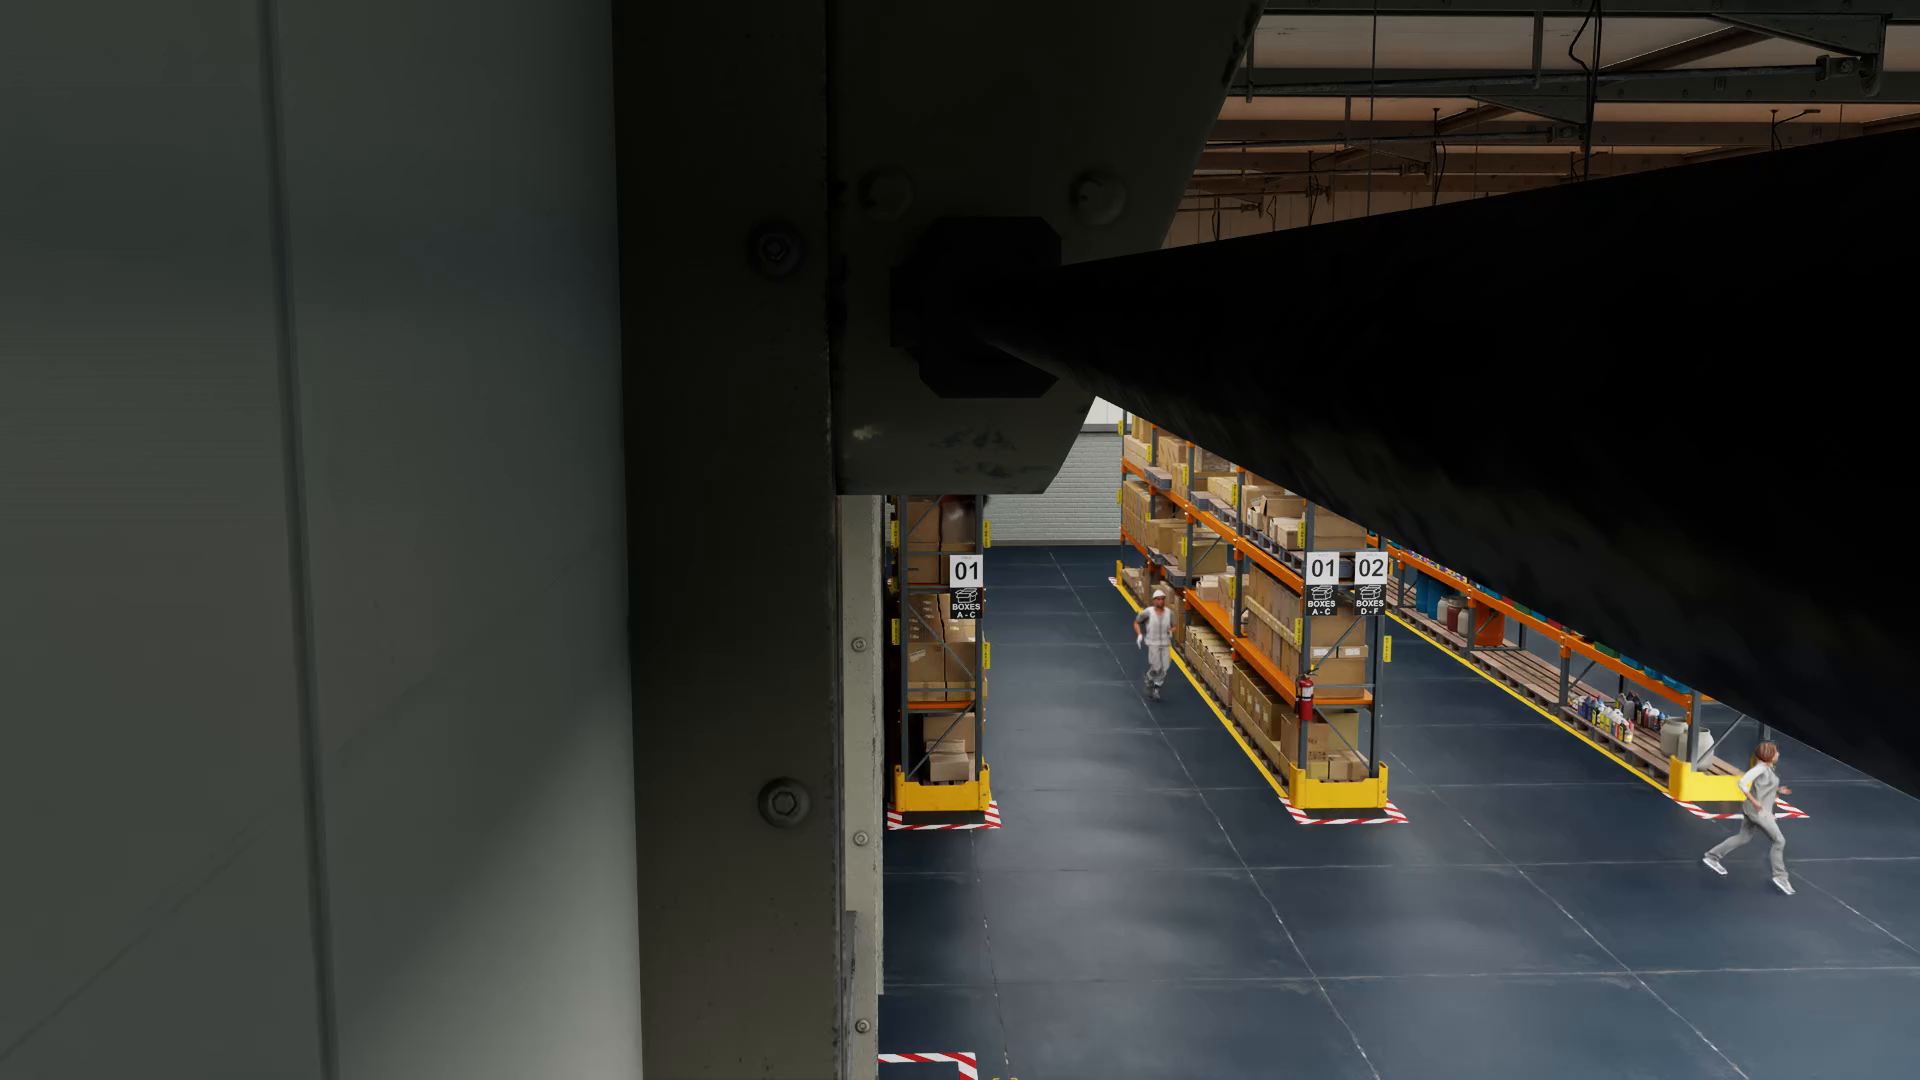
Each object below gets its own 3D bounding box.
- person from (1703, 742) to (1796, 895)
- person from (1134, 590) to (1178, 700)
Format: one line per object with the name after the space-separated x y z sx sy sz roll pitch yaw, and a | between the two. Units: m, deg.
8.493 2.943 17.818 0.915 1.632 0.506 3 9 17 | person
3.092 1.651 25.859 0.643 1.743 0.615 -2 9 -13 | person
